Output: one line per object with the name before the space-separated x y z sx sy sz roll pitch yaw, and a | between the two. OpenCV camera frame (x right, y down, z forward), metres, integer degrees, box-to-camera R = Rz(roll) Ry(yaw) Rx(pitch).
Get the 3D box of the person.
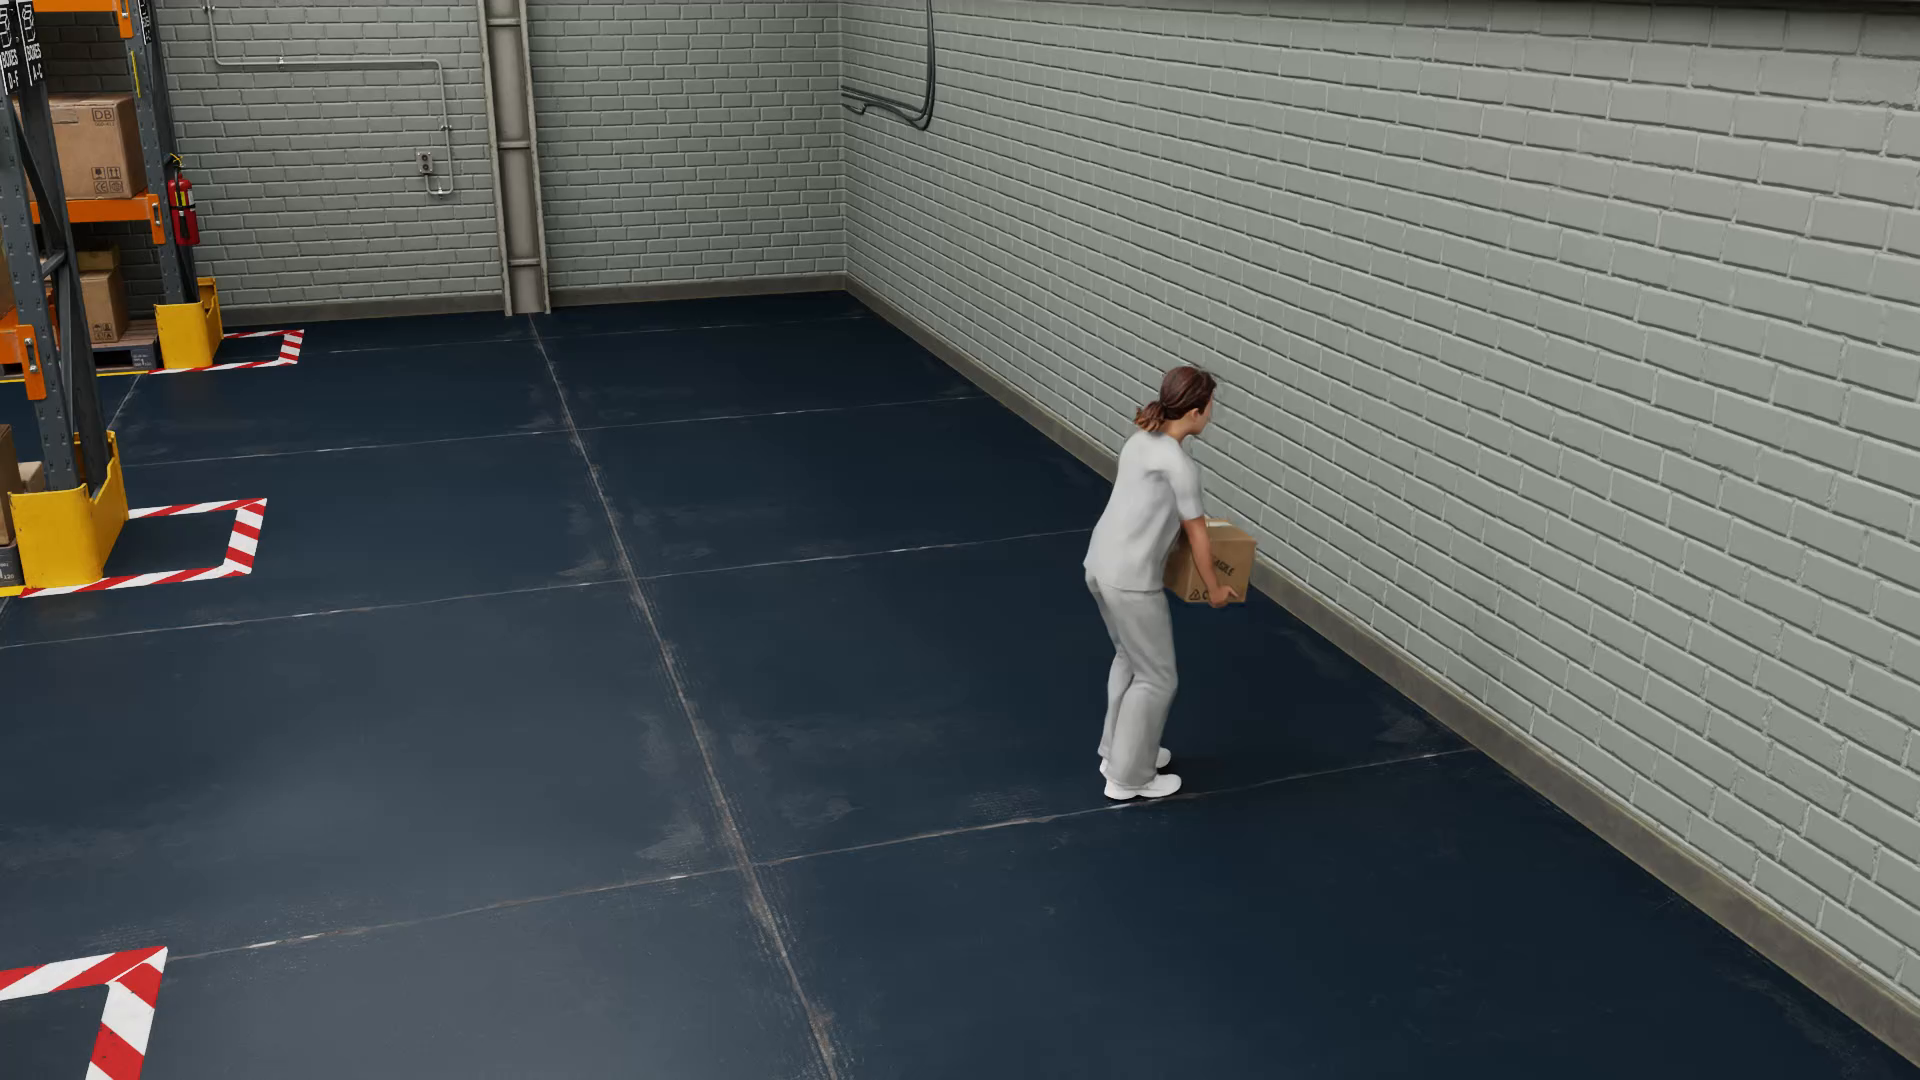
person | 0.733 0.154 6.208 0.539 1.629 0.408 -7 20 -18
